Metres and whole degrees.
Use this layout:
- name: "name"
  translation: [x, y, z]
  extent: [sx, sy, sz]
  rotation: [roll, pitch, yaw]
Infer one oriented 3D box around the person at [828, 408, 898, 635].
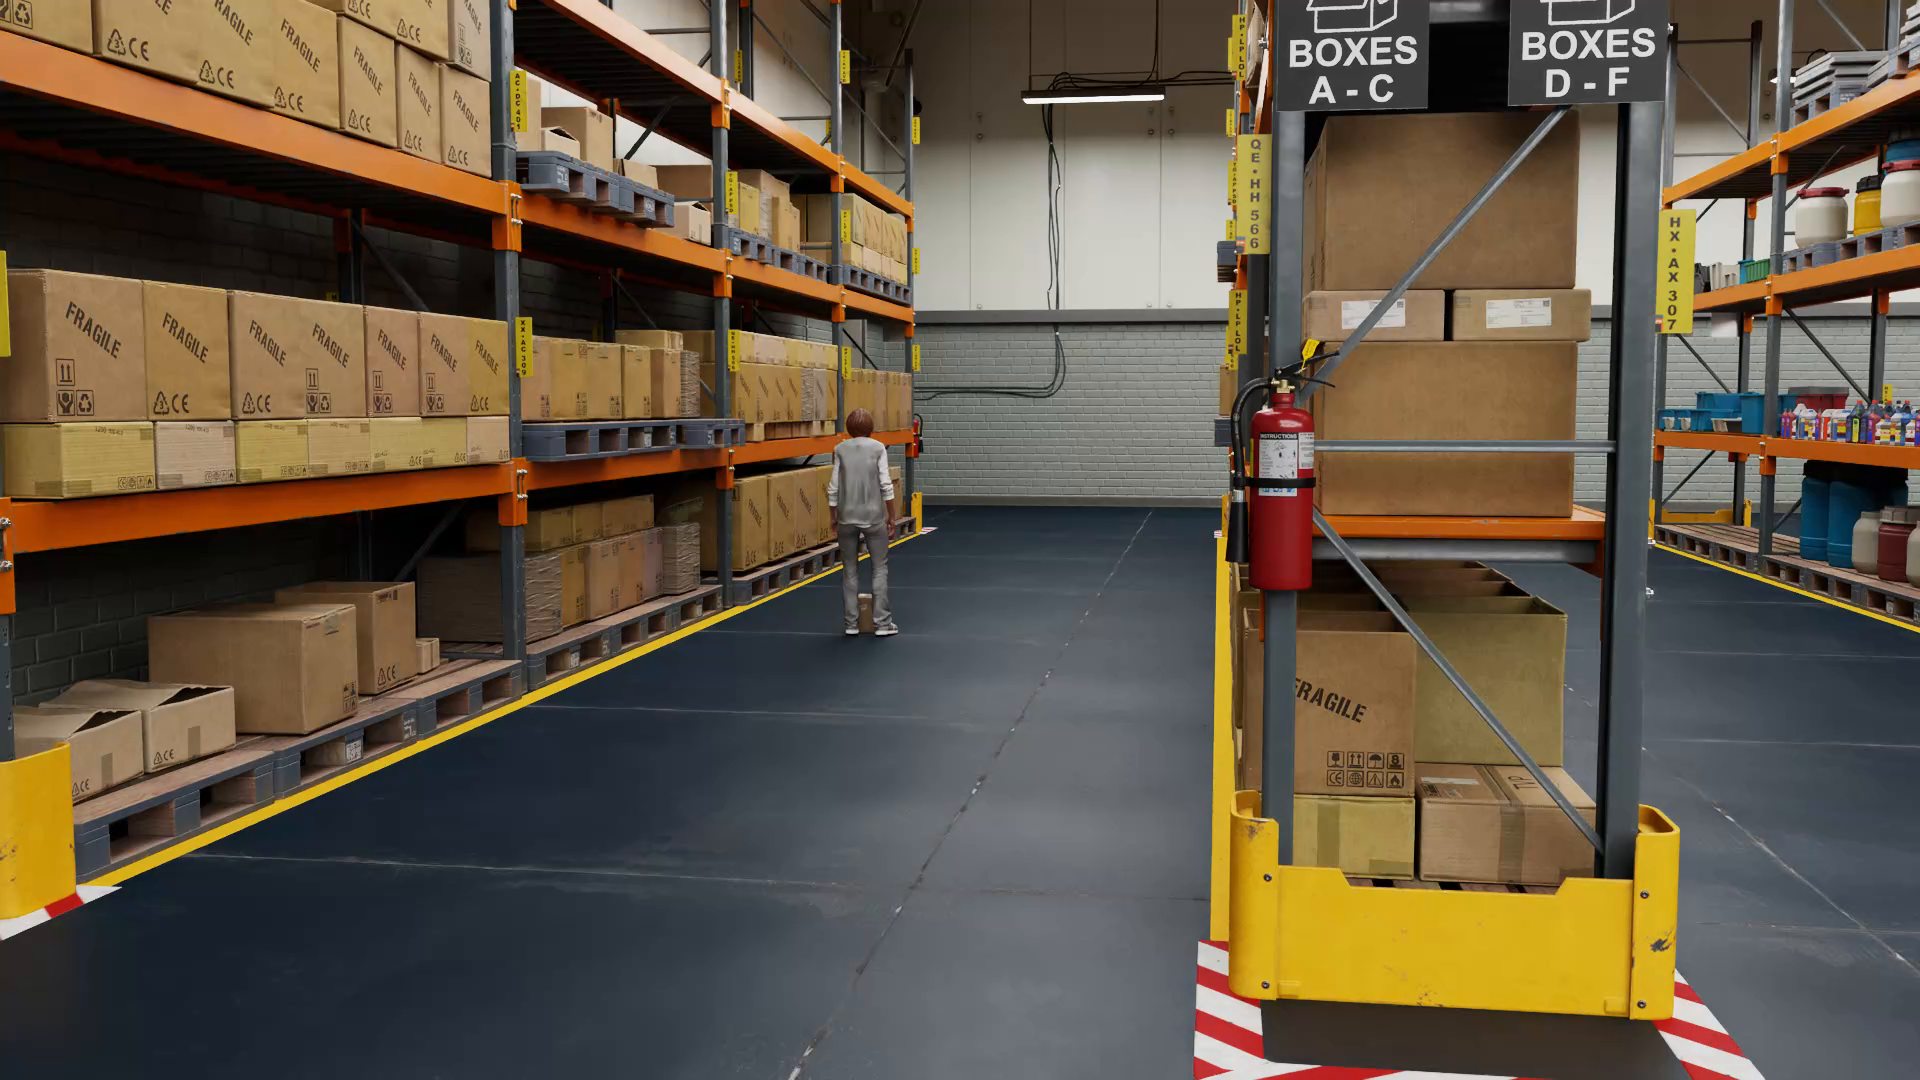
- name: "person"
  translation: [-0.684, -0.126, 11.667]
  extent: [0.477, 1.592, 0.367]
  rotation: [1, 5, 7]
